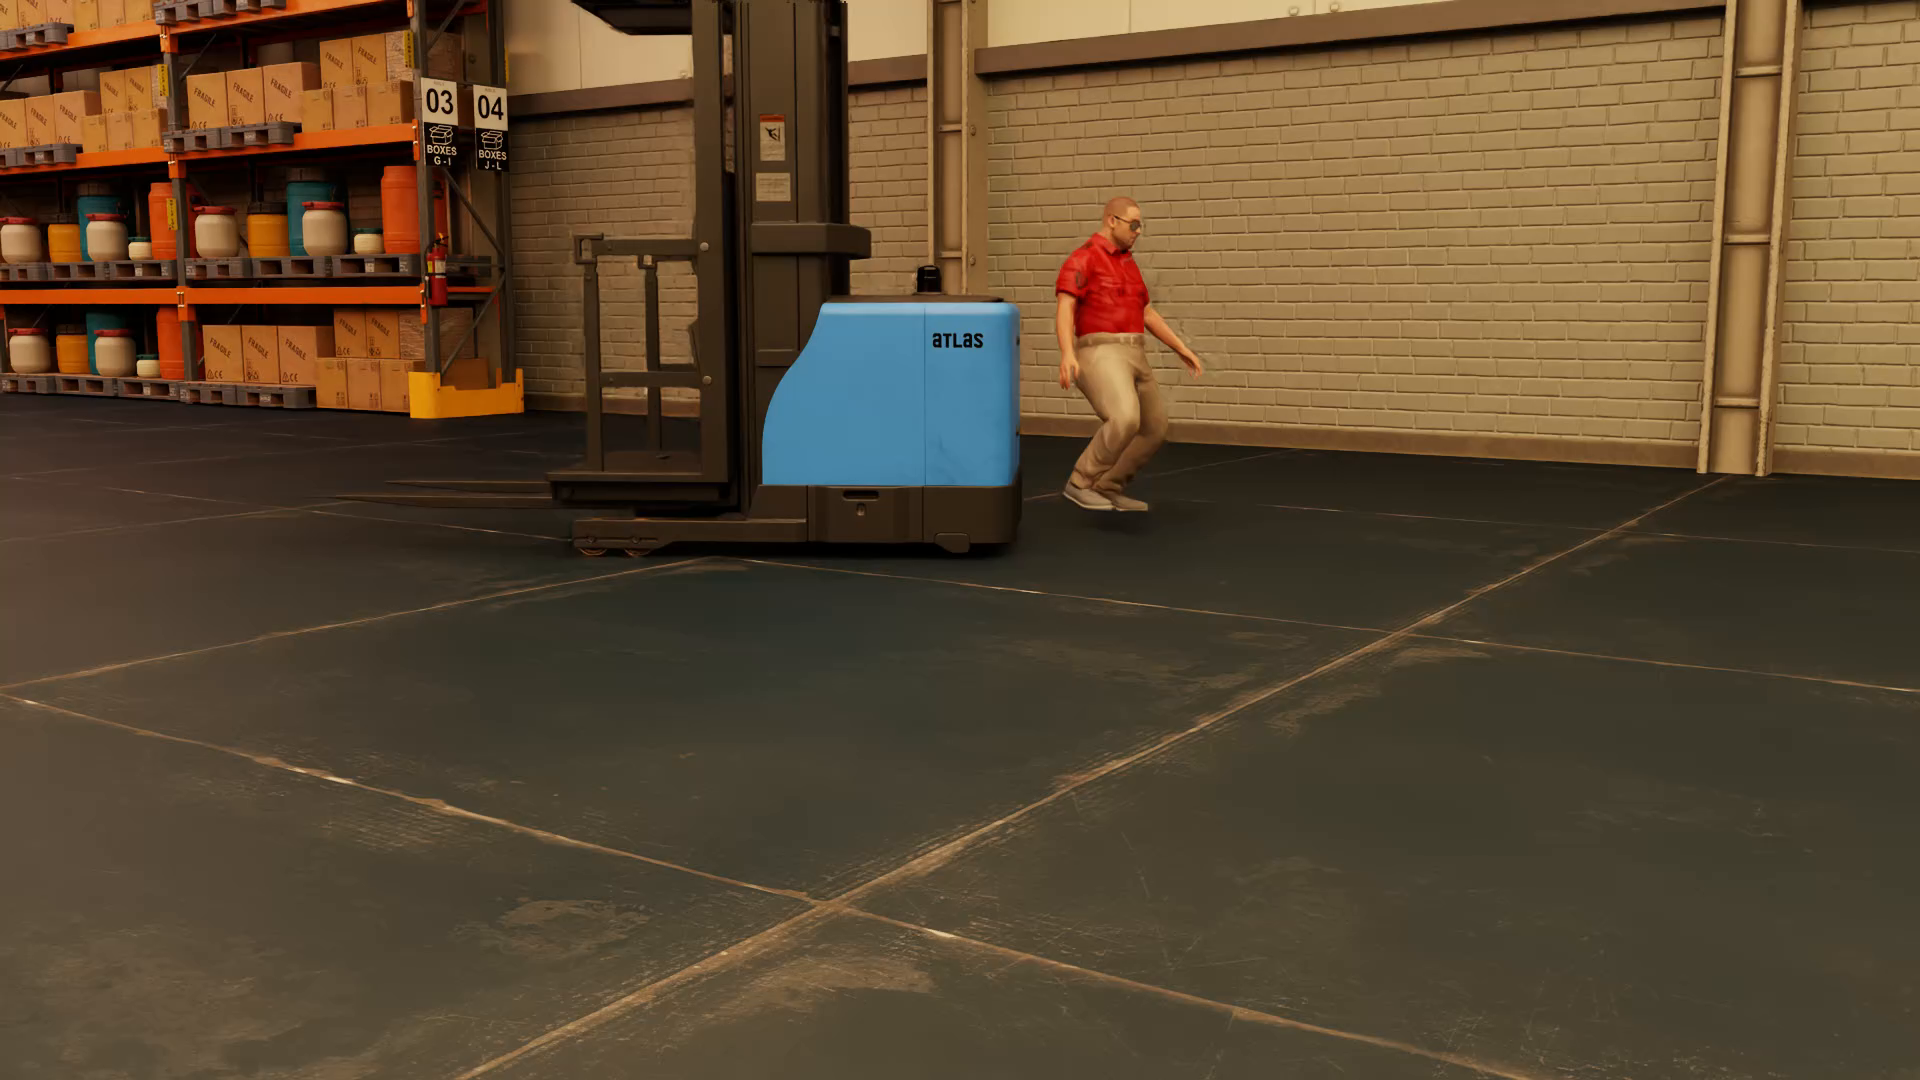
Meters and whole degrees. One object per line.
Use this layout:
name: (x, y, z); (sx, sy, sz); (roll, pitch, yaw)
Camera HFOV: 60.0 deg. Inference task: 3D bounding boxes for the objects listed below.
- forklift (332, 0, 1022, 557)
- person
forklift: (-1.250, -1.453, 7.410); (3.031, 2.935, 1.130); (1, 8, 4)
person: (0.791, -0.900, 8.330); (0.642, 1.617, 0.961); (7, 11, 40)
